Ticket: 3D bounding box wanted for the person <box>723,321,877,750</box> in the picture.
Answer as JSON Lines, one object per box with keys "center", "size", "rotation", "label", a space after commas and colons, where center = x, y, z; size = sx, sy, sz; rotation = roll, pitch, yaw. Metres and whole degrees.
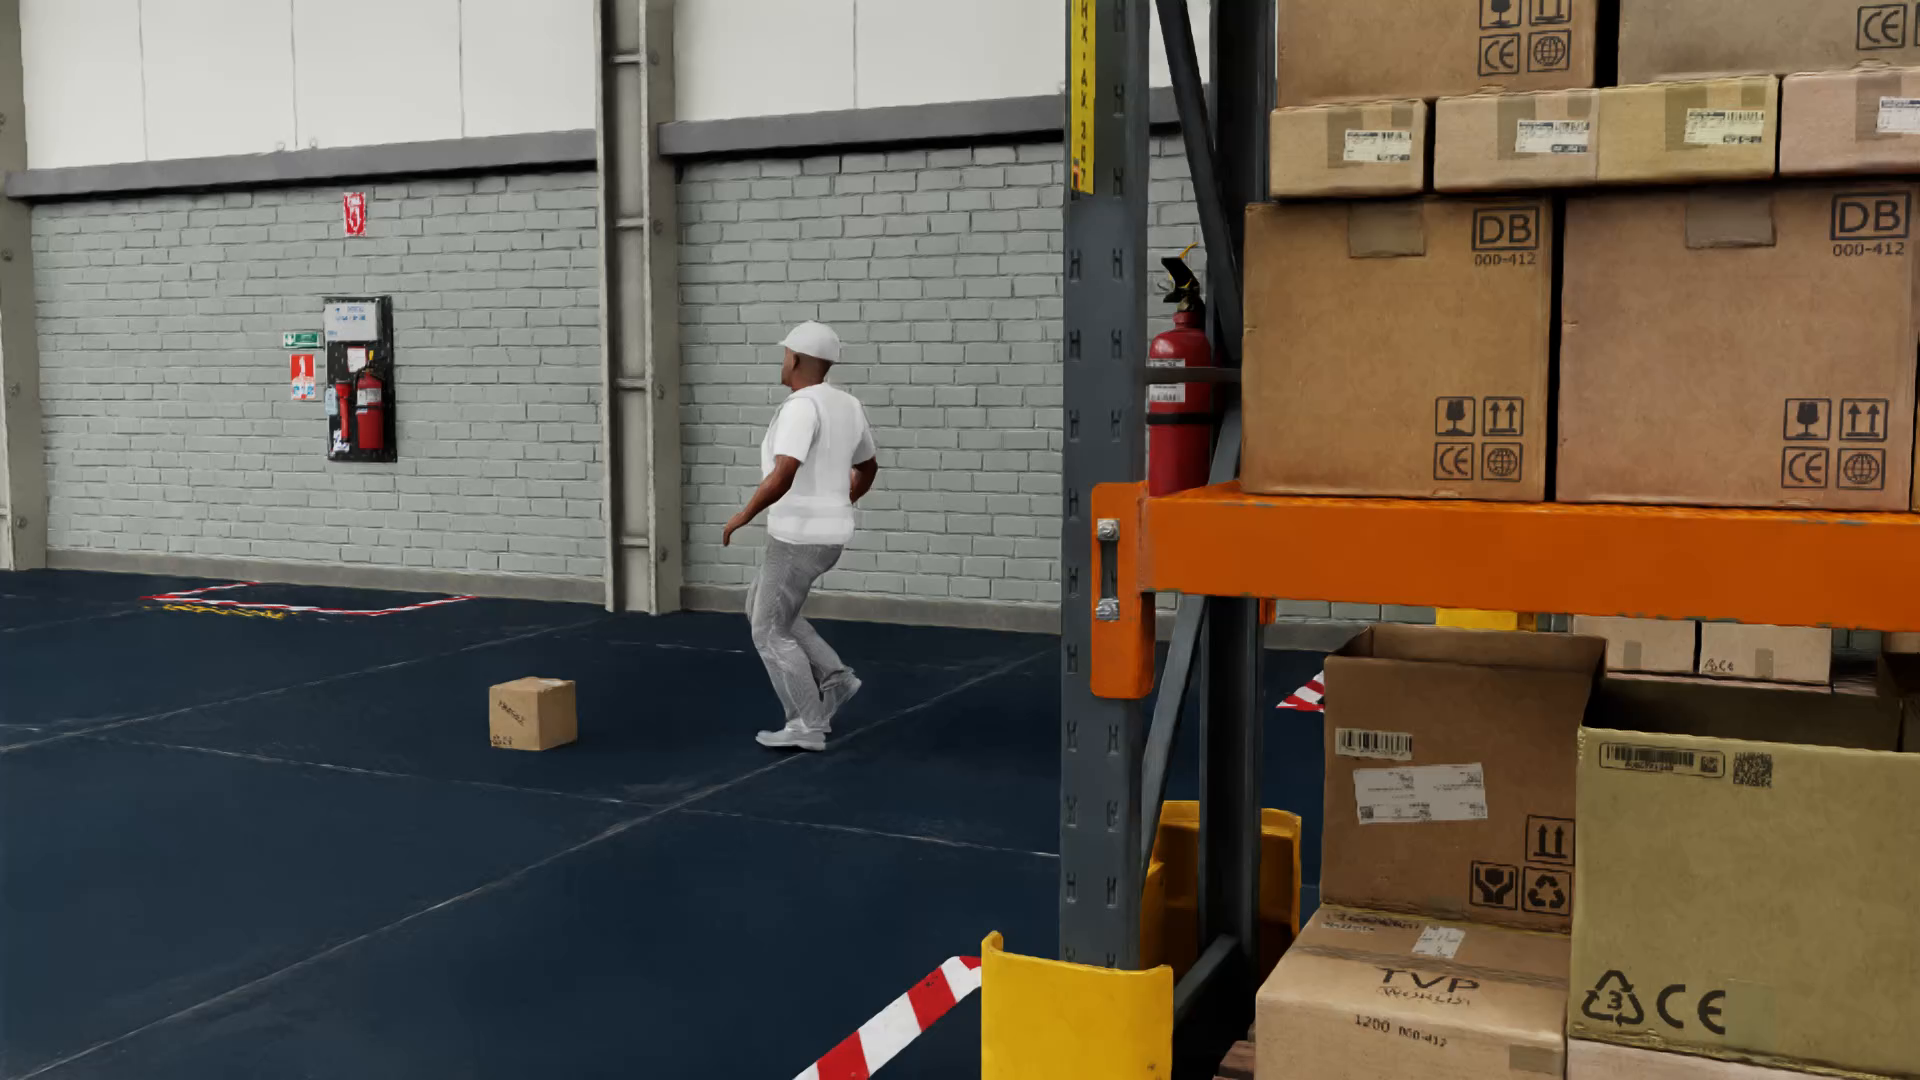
{"center": [-0.661, -0.014, 6.715], "size": [0.522, 1.731, 0.746], "rotation": [1, 6, 12], "label": "person"}
